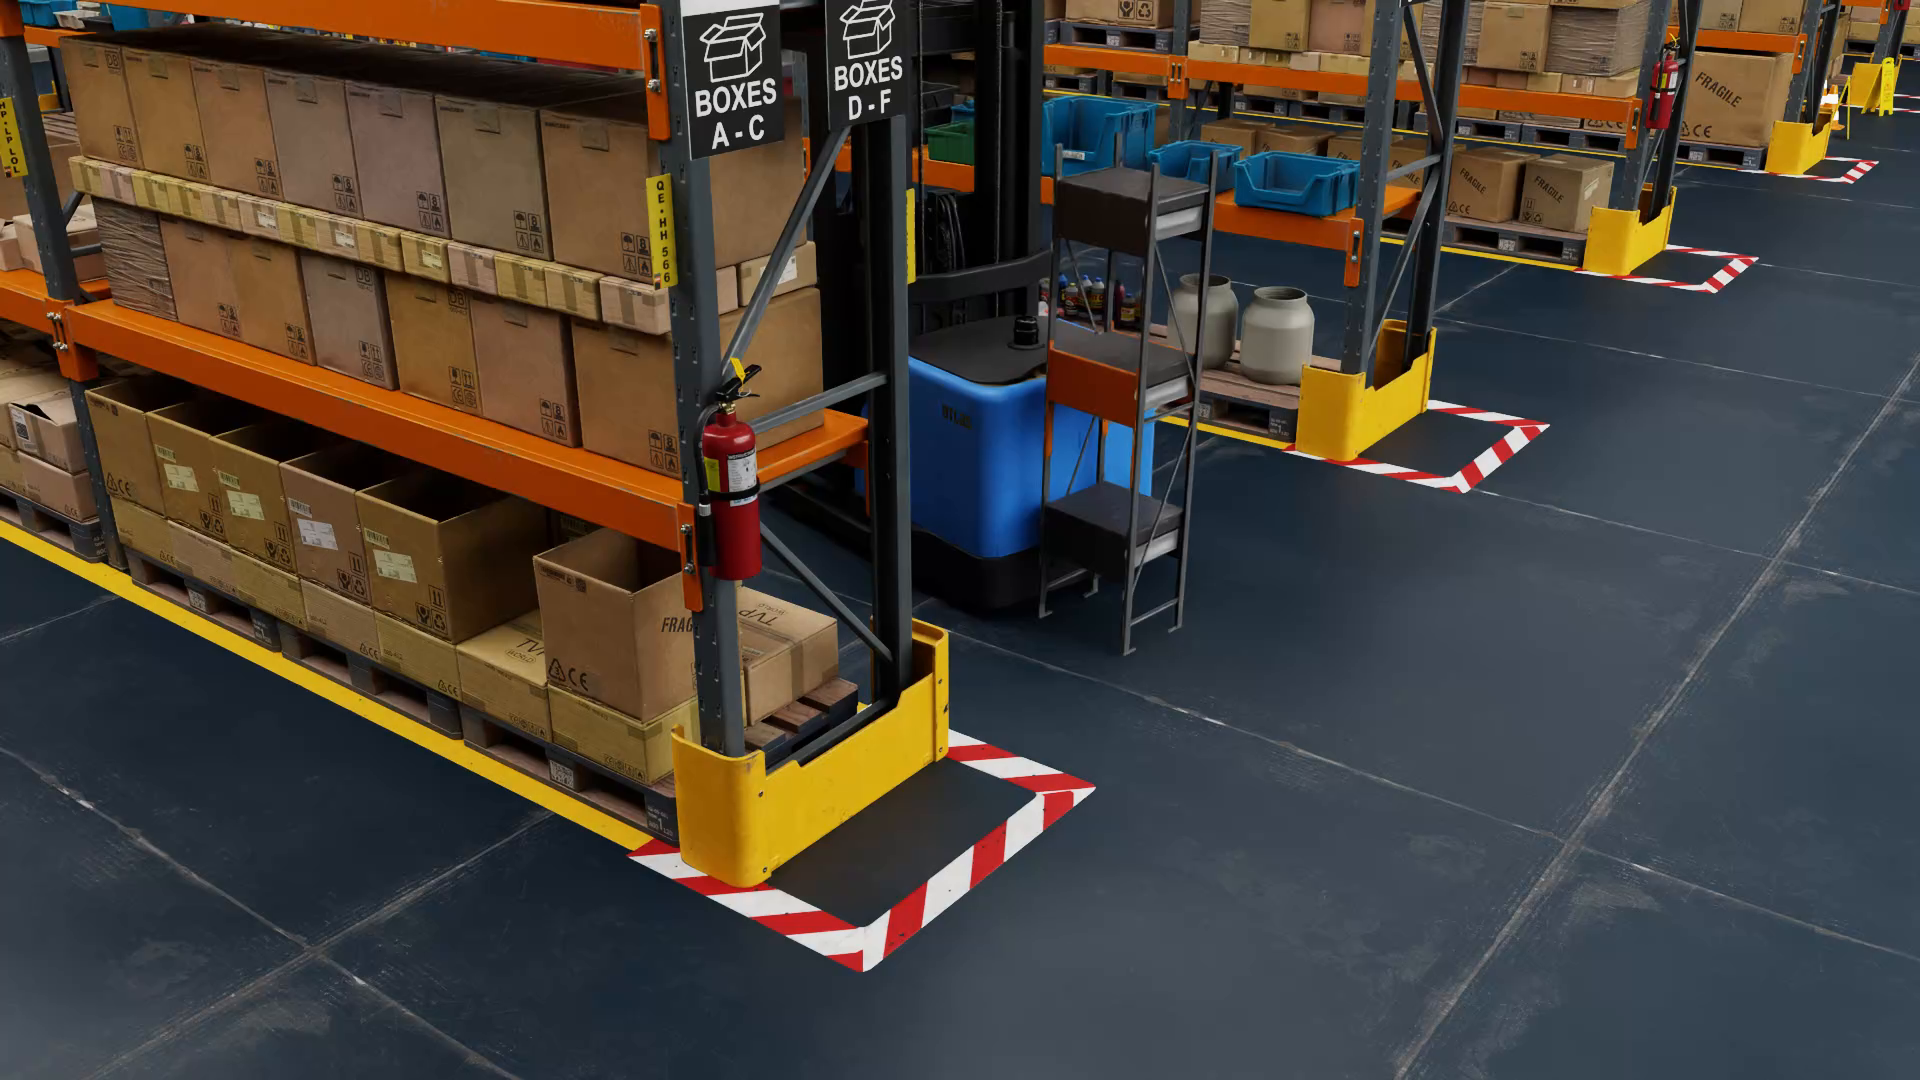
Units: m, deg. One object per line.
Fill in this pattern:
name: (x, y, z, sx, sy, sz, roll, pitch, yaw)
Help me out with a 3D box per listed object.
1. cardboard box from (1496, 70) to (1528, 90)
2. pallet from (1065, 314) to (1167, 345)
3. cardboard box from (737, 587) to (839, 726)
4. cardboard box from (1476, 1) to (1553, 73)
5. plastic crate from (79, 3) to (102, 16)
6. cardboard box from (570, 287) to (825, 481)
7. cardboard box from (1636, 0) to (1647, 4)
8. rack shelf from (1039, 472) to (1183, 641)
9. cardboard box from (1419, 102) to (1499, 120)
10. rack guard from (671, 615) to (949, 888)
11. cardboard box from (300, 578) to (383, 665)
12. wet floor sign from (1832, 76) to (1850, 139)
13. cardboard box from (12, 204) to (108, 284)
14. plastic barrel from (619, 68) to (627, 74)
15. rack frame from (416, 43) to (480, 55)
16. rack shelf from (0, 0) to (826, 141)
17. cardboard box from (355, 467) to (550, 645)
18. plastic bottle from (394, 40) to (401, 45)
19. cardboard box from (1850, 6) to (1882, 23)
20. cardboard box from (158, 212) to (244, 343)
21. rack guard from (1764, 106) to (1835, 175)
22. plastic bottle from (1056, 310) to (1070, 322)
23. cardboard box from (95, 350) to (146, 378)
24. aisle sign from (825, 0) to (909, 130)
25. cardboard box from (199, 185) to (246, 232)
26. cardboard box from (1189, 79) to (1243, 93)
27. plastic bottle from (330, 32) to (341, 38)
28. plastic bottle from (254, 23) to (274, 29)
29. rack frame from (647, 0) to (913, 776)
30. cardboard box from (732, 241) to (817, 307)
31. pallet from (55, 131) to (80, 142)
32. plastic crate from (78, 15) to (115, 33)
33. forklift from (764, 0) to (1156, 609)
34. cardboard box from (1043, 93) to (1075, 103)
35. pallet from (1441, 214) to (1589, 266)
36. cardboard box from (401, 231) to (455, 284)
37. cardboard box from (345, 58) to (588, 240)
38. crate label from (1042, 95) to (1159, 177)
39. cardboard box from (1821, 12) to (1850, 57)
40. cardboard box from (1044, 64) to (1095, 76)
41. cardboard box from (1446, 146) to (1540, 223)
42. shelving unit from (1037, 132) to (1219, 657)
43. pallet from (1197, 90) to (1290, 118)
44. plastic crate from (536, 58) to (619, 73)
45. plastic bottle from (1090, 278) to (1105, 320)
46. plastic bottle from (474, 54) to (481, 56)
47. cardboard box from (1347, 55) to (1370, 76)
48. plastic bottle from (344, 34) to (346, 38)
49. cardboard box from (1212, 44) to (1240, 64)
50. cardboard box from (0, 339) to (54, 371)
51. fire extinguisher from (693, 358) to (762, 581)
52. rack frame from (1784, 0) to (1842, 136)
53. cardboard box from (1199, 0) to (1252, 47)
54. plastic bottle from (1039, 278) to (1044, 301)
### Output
cardboard box: (4.446, -3.679, 13.191, 0.250, 0.149, 0.380, 17, 29, 33)
pallet: (0.741, -1.244, 10.812, 1.213, 0.211, 1.003, 17, 29, 33)
cardboard box: (-0.821, 0.438, 6.424, 0.500, 0.250, 0.500, 17, 29, 33)
cardboard box: (4.524, -4.028, 13.178, 0.500, 0.500, 0.875, 17, 29, 33)
plastic crate: (-8.884, -5.461, 17.176, 0.250, 0.136, 0.298, 17, 29, 33)
cardboard box: (-0.891, -0.589, 5.743, 0.500, 0.500, 0.700, 17, 29, 33)
cardboard box: (5.143, -4.482, 12.969, 0.500, 0.500, 0.500, 17, 29, 33)
rack shelf: (0.667, 0.062, 7.262, 0.480, 0.518, 0.431, 23, 33, 40)
cardboard box: (5.736, -5.210, 18.469, 0.875, 0.875, 0.875, 17, 29, 34)
rack guard: (-0.506, 0.723, 5.988, 0.348, 0.500, 1.175, 17, 29, 33)
cardboard box: (-2.339, 0.247, 6.860, 0.500, 0.250, 0.500, 17, 29, 33)
wet floor sign: (9.686, -4.752, 18.235, 0.232, 0.644, 0.267, 12, 26, 24)
cardboard box: (-4.146, -1.430, 7.961, 0.500, 0.250, 0.500, 19, 30, 36)
plastic barrel: (-2.664, -3.728, 12.851, 0.421, 0.512, 0.421, 0, 24, 0)
rack frame: (-3.953, -3.958, 13.513, 0.127, 3.000, 1.000, 17, 29, 33)
rack shelf: (-2.125, -1.953, 6.135, 4.000, 0.370, 1.077, 17, 29, 33)
cardboard box: (-1.941, 0.026, 6.430, 0.500, 0.500, 0.500, 17, 29, 33)
plastic bottle: (-4.921, -4.369, 14.604, 0.097, 0.271, 0.097, 0, 24, 0)
cardboard box: (13.365, -7.726, 24.333, 0.500, 0.250, 0.500, 16, 29, 33)
cardboard box: (-2.941, -1.209, 7.149, 0.500, 0.500, 0.700, 16, 29, 33)
rack guard: (8.494, -4.048, 16.817, 0.348, 0.500, 1.175, 17, 29, 33)
plastic bottle: (0.612, -1.307, 10.319, 0.133, 0.283, 0.061, 18, 29, 35)
cardboard box: (-4.304, -0.887, 8.737, 0.500, 0.311, 0.500, 16, 29, 33)
aisle sign: (-0.289, -1.699, 5.162, 0.004, 0.787, 0.394, 17, 29, 33)
cardboard box: (-2.809, -1.362, 6.693, 0.250, 0.149, 0.380, 16, 28, 32)
cardboard box: (3.208, -5.908, 20.208, 0.750, 0.750, 1.050, 17, 29, 34)
plastic bottle: (-5.655, -4.579, 15.076, 0.135, 0.276, 0.152, 17, 29, 33)
plastic bottle: (-6.179, -4.459, 14.804, 0.135, 0.276, 0.152, 17, 29, 33)
rack frame: (-0.525, -0.426, 5.497, 0.127, 3.000, 1.000, 17, 29, 33)
cardboard box: (-0.710, -0.933, 5.720, 0.250, 0.149, 0.380, 17, 29, 33)
pallet: (-8.745, -4.109, 17.315, 1.213, 0.211, 1.003, 17, 29, 33)
plastic crate: (-8.210, -5.011, 16.170, 0.590, 0.125, 0.437, 17, 29, 33)
forklift: (-0.368, -1.569, 8.176, 1.130, 2.935, 3.031, -17, 29, -33)
cardboard box: (0.922, -4.058, 16.295, 0.500, 0.500, 0.700, 14, 27, 29)
pallet: (4.730, -2.572, 13.825, 1.213, 0.211, 1.003, 17, 29, 33)
cardboard box: (-1.770, -1.049, 5.983, 0.250, 0.149, 0.380, 18, 29, 35)
cardboard box: (-1.761, -1.443, 6.071, 0.500, 0.500, 0.700, 17, 29, 33)
crate label: (0.814, -2.398, 9.928, 0.616, 0.435, 0.502, 17, 29, 33)
cardboard box: (10.864, -6.386, 20.983, 0.500, 0.500, 0.500, 16, 28, 32)
cardboard box: (1.390, -6.255, 21.306, 0.500, 0.500, 0.500, 17, 29, 33)
cardboard box: (4.431, -2.960, 13.827, 0.500, 0.500, 0.500, -17, 29, -34)
shelving unit: (0.677, -0.587, 6.966, 0.503, 2.100, 0.431, 23, 33, 40)
pallet: (3.631, -5.346, 20.121, 1.213, 0.211, 1.003, 17, 29, 33)
plastic crate: (-2.843, -3.498, 12.389, 0.583, 0.464, 0.402, 17, 29, 33)
plastic bottle: (0.911, -1.598, 10.995, 0.097, 0.271, 0.097, 0, 24, 0)
plastic bottle: (-4.105, -4.110, 14.012, 0.135, 0.276, 0.152, 17, 29, 33)
cardboard box: (3.419, -3.966, 13.844, 0.250, 0.149, 0.380, 17, 29, 33)
plastic bottle: (-5.476, -4.505, 14.915, 0.097, 0.271, 0.097, 0, 24, 0)
cardboard box: (2.403, -4.260, 14.510, 0.250, 0.149, 0.380, 17, 29, 33)
cardboard box: (-5.040, -0.835, 8.618, 0.500, 0.311, 0.500, 17, 29, 33)
fire extinguisher: (-0.709, -0.213, 5.108, 0.183, 0.674, 0.296, 17, 29, 33)
rack frame: (8.475, -5.197, 16.326, 0.127, 3.000, 1.000, 17, 29, 33)
cardboard box: (2.542, -4.642, 14.572, 0.500, 0.500, 0.875, 17, 29, 33)
plastic bottle: (0.476, -1.718, 11.261, 0.135, 0.276, 0.152, 17, 29, 34)
